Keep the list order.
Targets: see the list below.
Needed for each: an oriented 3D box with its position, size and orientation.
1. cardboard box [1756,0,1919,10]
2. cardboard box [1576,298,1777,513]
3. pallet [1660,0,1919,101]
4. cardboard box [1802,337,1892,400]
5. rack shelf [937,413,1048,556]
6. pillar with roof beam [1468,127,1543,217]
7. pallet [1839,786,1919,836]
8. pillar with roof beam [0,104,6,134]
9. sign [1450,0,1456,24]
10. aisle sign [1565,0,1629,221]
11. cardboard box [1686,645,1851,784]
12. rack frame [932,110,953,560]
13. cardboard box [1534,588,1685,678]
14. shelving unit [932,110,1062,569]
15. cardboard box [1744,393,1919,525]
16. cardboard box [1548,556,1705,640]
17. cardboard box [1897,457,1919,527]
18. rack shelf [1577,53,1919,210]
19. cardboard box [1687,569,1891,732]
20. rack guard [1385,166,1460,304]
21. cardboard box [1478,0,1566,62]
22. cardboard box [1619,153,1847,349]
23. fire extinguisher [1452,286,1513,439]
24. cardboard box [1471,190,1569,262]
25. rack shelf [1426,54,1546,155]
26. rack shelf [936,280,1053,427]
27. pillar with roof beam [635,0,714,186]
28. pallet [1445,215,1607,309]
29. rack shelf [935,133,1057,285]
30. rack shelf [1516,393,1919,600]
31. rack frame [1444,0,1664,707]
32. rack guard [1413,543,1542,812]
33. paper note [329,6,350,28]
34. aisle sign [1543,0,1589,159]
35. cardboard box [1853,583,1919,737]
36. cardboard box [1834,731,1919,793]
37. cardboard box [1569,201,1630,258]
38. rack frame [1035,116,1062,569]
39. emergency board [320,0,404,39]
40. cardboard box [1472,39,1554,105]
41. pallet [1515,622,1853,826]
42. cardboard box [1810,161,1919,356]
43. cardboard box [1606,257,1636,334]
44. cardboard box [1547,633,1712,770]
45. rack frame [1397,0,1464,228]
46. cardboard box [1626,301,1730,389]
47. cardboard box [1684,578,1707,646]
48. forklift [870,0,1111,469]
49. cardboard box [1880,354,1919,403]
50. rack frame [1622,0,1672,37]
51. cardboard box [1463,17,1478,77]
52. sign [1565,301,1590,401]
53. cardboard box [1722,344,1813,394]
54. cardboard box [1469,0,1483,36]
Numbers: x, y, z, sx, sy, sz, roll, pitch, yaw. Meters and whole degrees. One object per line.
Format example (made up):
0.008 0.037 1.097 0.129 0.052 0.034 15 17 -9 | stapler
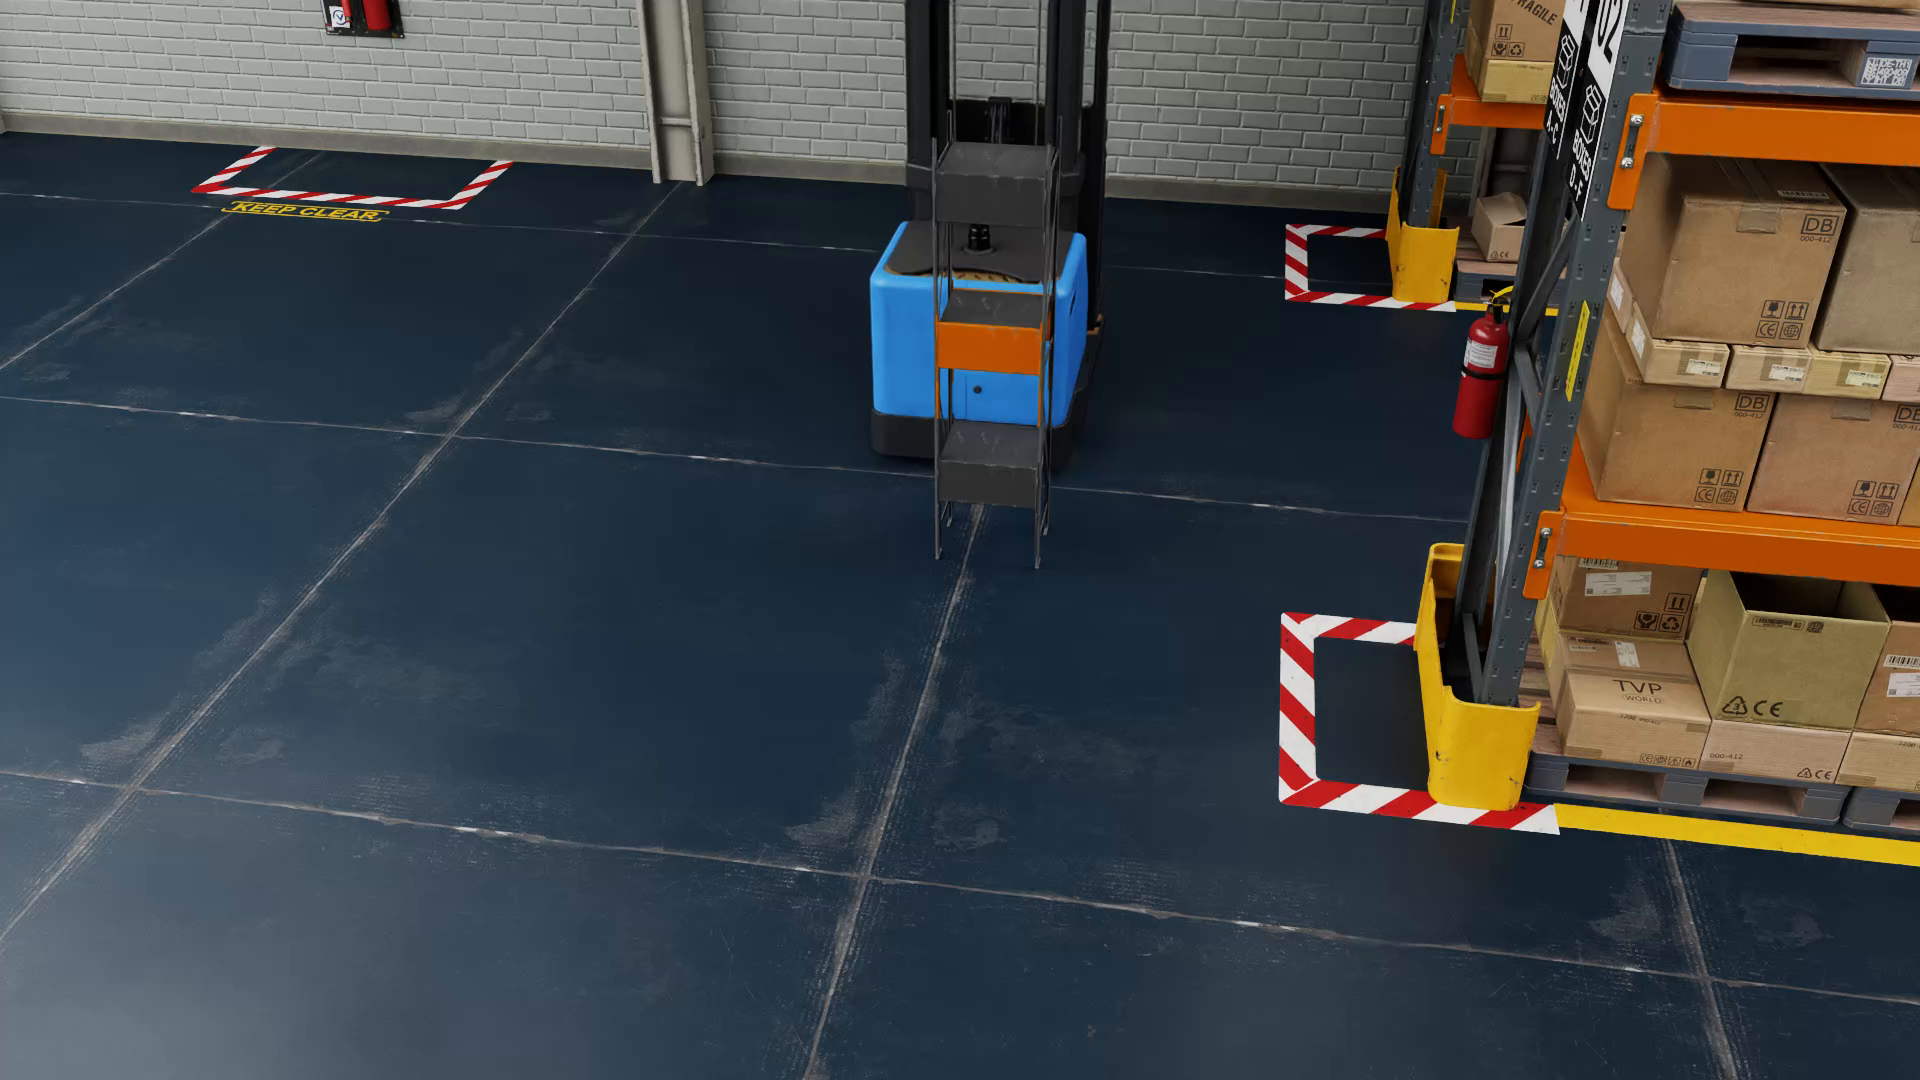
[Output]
2.719 -2.016 5.191 0.637 0.503 0.797 7 33 12 | cardboard box
2.611 -0.511 6.145 0.500 0.500 0.700 5 32 8 | cardboard box
2.845 -1.674 5.354 1.213 0.211 1.003 5 32 8 | pallet
3.010 -0.641 5.742 0.250 0.149 0.380 5 32 8 | cardboard box
0.163 -0.270 8.048 0.480 0.518 0.431 5 32 8 | rack shelf
3.094 -3.789 5.822 0.400 9.000 9.100 5 32 8 | pillar with roof beam
4.113 0.822 6.738 1.213 0.211 1.003 5 32 8 | pallet
-8.735 -4.861 7.534 0.400 9.000 9.100 5 32 8 | pillar with roof beam
2.891 -3.191 9.705 0.005 0.325 0.100 5 32 8 | sign
2.037 -1.465 5.312 0.004 0.787 0.394 5 32 8 | aisle sign
3.138 0.678 6.536 0.500 0.250 0.500 5 32 8 | cardboard box
-0.077 -0.897 7.704 0.015 2.100 0.400 5 32 8 | rack frame
2.731 0.364 7.037 0.500 0.250 0.500 5 32 8 | cardboard box
0.163 -0.875 7.669 0.503 2.100 0.431 5 32 8 | shelving unit
3.129 -0.467 6.074 0.500 0.500 0.700 6 33 9 | cardboard box
2.732 0.045 6.840 0.500 0.500 0.500 5 32 8 | cardboard box
3.618 -0.419 5.998 0.500 0.500 0.700 5 32 9 | cardboard box
4.124 -1.305 5.358 4.000 0.370 1.077 5 32 8 | rack shelf
3.137 0.361 6.336 0.500 0.500 0.500 5 32 8 | cardboard box
3.057 -2.042 11.041 0.348 0.500 1.175 5 32 8 | rack guard
3.403 -3.171 9.905 0.500 0.500 0.500 5 32 8 | cardboard box
2.663 -1.056 5.793 0.500 0.500 0.700 5 32 8 | cardboard box
2.114 -0.738 6.674 0.183 0.674 0.296 5 32 8 | fire extinguisher
3.649 -2.046 10.811 0.500 0.311 0.500 2 32 3 | cardboard box
4.954 -2.625 10.294 4.000 0.370 1.077 5 32 8 | rack shelf
0.163 -0.864 7.677 0.480 0.518 0.431 5 32 8 | rack shelf
-2.821 -4.325 6.678 0.400 9.000 9.100 5 32 8 | pillar with roof beam
3.852 -1.828 10.972 1.213 0.211 1.003 5 32 8 | pallet
0.163 -1.457 7.305 0.480 0.518 0.431 5 32 8 | rack shelf
4.124 -0.033 6.154 4.000 0.370 1.077 5 32 8 | rack shelf
2.153 -0.517 6.249 0.127 3.000 1.000 5 32 8 | rack frame
2.129 0.541 6.915 0.348 0.500 1.175 5 32 8 | rack guard
-4.689 -3.953 12.568 0.142 0.148 0.016 5 32 8 | paper note
2.137 -1.778 5.814 0.004 0.787 0.394 5 32 8 | aisle sign
3.632 0.398 6.275 0.500 0.500 0.500 5 32 8 | cardboard box
3.630 0.722 6.465 0.500 0.250 0.500 5 32 8 | cardboard box
4.211 -1.995 10.730 0.500 0.311 0.500 8 33 12 | cardboard box
0.404 -0.853 7.634 0.015 2.100 0.400 5 32 8 | rack frame
-4.526 -4.274 12.251 0.643 1.169 0.194 5 32 8 | emergency board
3.410 -2.843 10.088 0.500 0.250 0.500 4 32 7 | cardboard box
2.914 0.711 6.914 1.213 0.211 1.003 5 32 8 | pallet
3.182 -1.012 5.723 0.500 0.500 0.700 4 32 7 | cardboard box
2.562 -0.900 6.155 0.250 0.149 0.380 5 32 7 | cardboard box
2.644 0.635 6.604 0.500 0.250 0.500 5 32 8 | cardboard box
2.983 -3.108 10.388 0.127 3.000 1.000 5 32 8 | rack frame
2.503 -0.687 5.814 0.250 0.149 0.380 5 32 8 | cardboard box
3.226 0.402 6.976 0.500 0.250 0.500 5 32 8 | cardboard box
0.293 -2.385 9.297 1.130 2.935 3.031 5 32 8 | forklift
3.258 -0.618 5.704 0.250 0.149 0.380 5 32 7 | cardboard box
2.153 -3.060 4.657 0.127 3.000 1.000 5 32 8 | rack frame
3.476 -3.113 10.518 0.500 0.250 0.500 6 32 9 | cardboard box
2.054 -0.628 5.535 0.005 0.325 0.100 5 32 8 | sign
2.764 -0.664 5.779 0.250 0.149 0.380 4 32 7 | cardboard box
3.483 -3.440 10.334 0.500 0.500 0.500 5 32 8 | cardboard box
